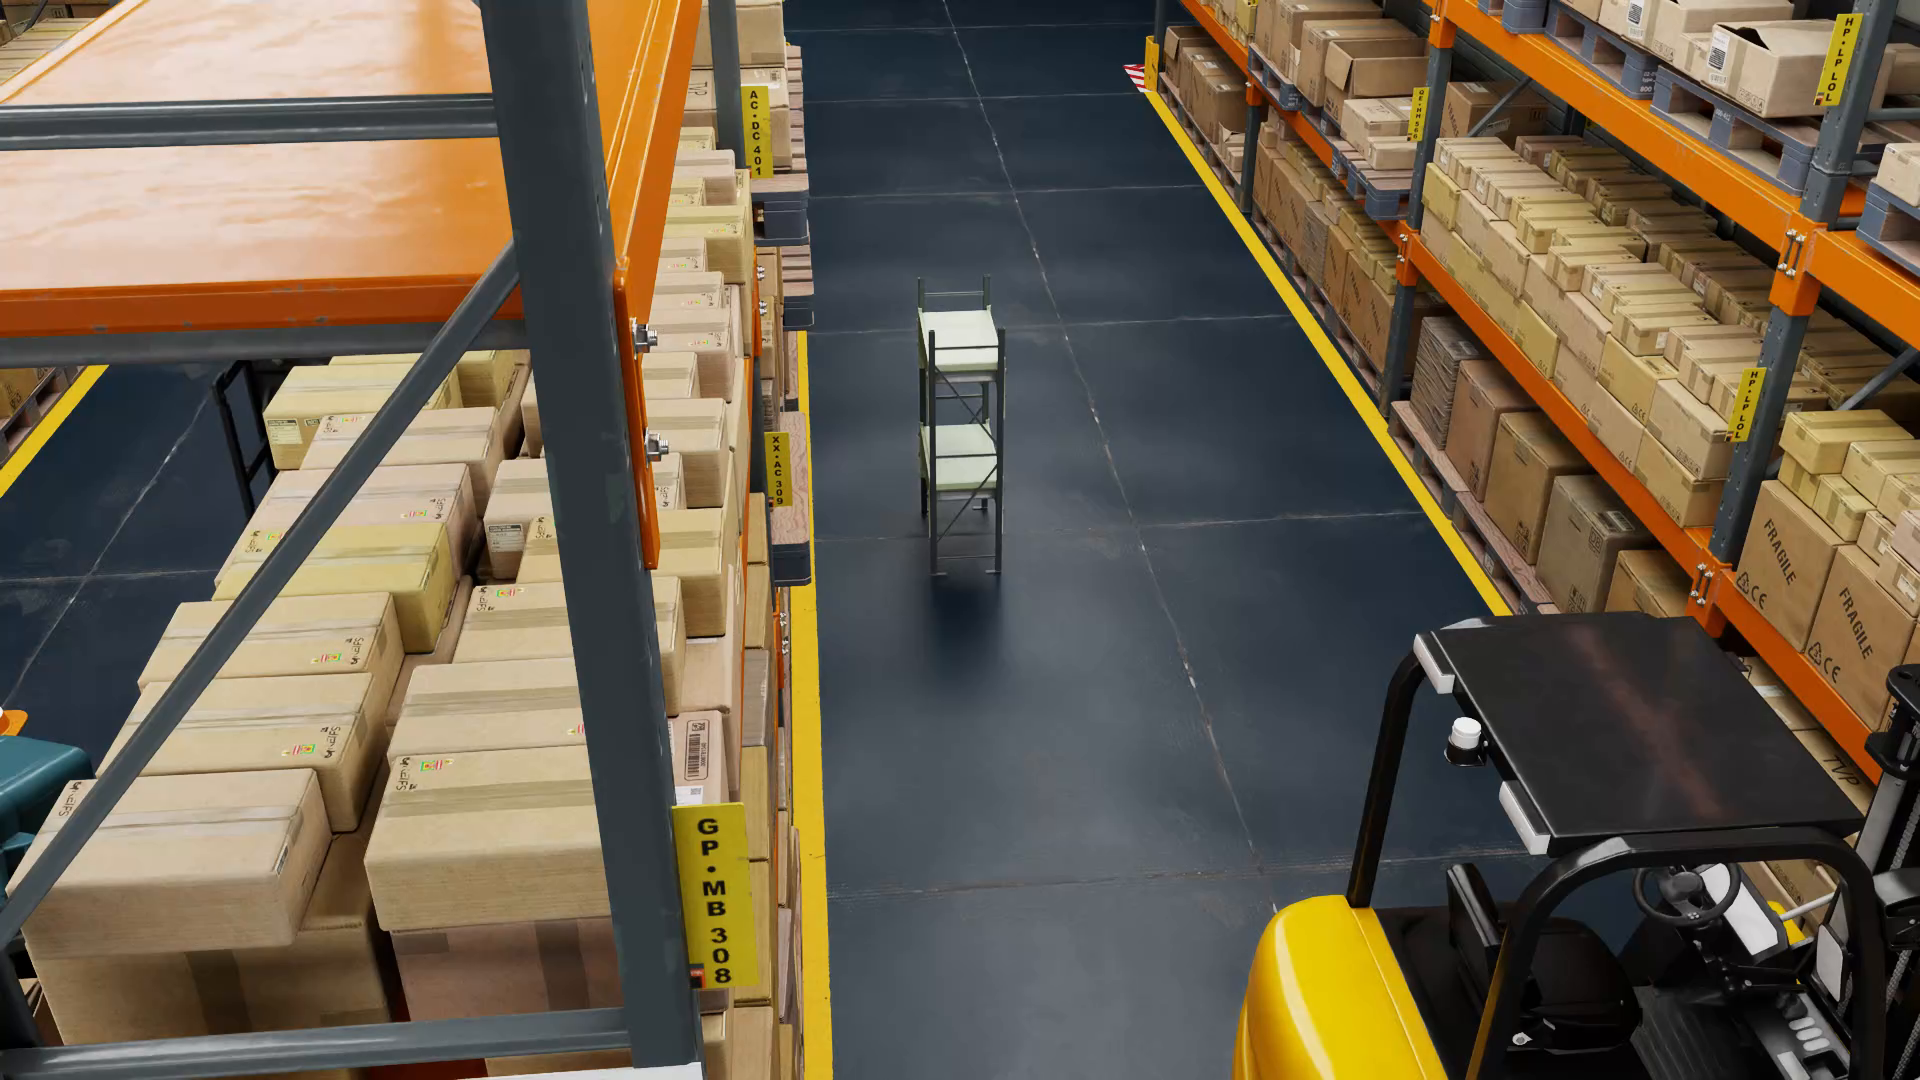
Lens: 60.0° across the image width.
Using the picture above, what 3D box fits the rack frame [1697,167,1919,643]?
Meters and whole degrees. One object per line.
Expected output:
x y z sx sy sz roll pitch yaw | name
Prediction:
3.697 -0.109 7.008 1.000 3.000 0.127 -3 31 -5 | rack frame

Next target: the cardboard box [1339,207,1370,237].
2.985 -2.316 12.098 0.380 0.149 0.250 -3 31 -5 | cardboard box

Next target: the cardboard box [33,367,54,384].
-6.399 -1.360 11.130 0.500 0.500 0.500 -2 31 -4 | cardboard box

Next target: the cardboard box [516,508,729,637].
-0.651 0.069 3.252 0.380 0.149 0.250 -3 31 -5 | cardboard box

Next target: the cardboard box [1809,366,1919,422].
3.878 -0.620 7.134 0.380 0.149 0.250 -3 31 -6 | cardboard box

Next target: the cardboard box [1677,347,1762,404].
3.402 -0.725 7.309 0.380 0.149 0.250 -3 31 -5 | cardboard box

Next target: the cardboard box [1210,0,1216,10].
2.542 -5.025 15.483 0.380 0.149 0.250 -3 31 -5 | cardboard box

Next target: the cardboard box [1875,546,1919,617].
3.492 0.138 5.864 0.380 0.149 0.250 -2 31 -3 | cardboard box

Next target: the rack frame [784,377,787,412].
-1.618 -1.912 10.026 1.000 3.000 0.127 -3 31 -5 | rack frame

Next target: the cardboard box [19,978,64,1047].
-3.651 1.933 5.890 0.797 0.637 0.503 -3 31 -5 | cardboard box

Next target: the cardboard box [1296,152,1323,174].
2.896 -2.976 13.203 0.380 0.149 0.250 -3 31 -5 | cardboard box

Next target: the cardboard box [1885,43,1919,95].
3.814 -1.955 6.911 0.380 0.149 0.250 -3 31 -5 | cardboard box

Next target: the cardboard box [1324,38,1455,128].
2.987 -3.201 11.673 0.797 0.503 0.637 -3 31 -6 | cardboard box

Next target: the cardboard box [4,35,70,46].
-6.631 -3.528 11.987 0.380 0.149 0.250 -4 31 -6 | cardboard box

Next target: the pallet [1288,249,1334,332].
3.181 -1.959 12.824 1.003 0.211 1.213 -3 31 -5 | pallet

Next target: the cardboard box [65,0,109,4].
-6.710 -4.507 13.008 0.500 0.500 0.500 -2 31 -3 | cardboard box

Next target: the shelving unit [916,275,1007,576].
0.001 -0.640 9.360 0.431 1.500 0.755 -3 31 -5 | shelving unit

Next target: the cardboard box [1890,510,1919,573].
3.501 0.014 5.782 0.380 0.149 0.250 -2 31 -3 | cardboard box

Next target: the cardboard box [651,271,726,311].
-0.809 -0.581 4.340 0.380 0.149 0.250 -2 31 -4 | cardboard box

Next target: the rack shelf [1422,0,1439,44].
3.137 -4.152 11.552 1.077 0.370 4.000 -3 31 -5 | rack shelf

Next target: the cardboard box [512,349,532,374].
-1.384 -0.464 4.532 0.500 0.250 0.500 -2 31 -4 | cardboard box

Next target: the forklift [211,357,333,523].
-3.315 -1.068 8.680 1.130 2.935 3.031 -2 31 -3 | forklift

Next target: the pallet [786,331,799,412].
-1.617 -1.121 11.421 1.003 0.211 1.213 -3 31 -5 | pallet

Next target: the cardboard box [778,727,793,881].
-0.922 1.098 6.528 0.500 0.500 0.500 -3 31 -5 | cardboard box

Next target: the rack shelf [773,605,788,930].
-1.057 1.460 5.082 1.077 0.370 4.000 -3 31 -5 | rack shelf

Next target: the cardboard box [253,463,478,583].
-1.212 -0.028 3.415 0.380 0.149 0.250 -3 31 -5 | cardboard box

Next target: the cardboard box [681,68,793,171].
-0.900 -1.591 6.300 0.500 0.250 0.500 -4 31 -6 | cardboard box

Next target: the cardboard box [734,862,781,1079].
-0.739 1.222 4.391 0.500 0.500 0.500 -3 31 -6 | cardboard box

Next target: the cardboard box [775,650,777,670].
-0.880 0.515 6.208 0.380 0.149 0.250 -2 31 -3 | cardboard box

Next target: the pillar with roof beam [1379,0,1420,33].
-0.504 -6.962 12.630 9.100 9.000 0.400 -3 31 -5 | pillar with roof beam

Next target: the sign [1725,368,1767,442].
3.158 -0.542 6.680 0.100 0.325 0.005 -3 31 -5 | sign

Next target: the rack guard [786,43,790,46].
-2.368 -4.935 17.525 1.175 0.500 0.348 -3 31 -5 | rack guard

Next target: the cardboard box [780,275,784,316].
-1.133 -1.300 8.836 0.380 0.149 0.250 -2 31 -4 | cardboard box

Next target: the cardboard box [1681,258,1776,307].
3.812 -1.274 8.228 0.380 0.149 0.250 -3 31 -5 | cardboard box

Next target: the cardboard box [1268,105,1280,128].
2.779 -3.514 13.814 0.380 0.149 0.250 -3 31 -5 | cardboard box

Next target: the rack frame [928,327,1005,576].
0.035 -0.454 9.047 0.400 1.500 0.023 -3 31 -5 | rack frame

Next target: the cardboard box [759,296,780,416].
-1.050 -0.729 7.249 0.500 0.500 0.500 -3 31 -4 | cardboard box

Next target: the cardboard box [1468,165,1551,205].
3.136 -2.030 9.493 0.380 0.149 0.250 -2 31 -3 | cardboard box

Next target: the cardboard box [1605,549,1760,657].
3.638 0.464 7.954 0.875 0.625 0.625 -1 31 -2 | cardboard box

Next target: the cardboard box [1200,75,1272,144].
2.677 -4.058 15.647 0.700 0.500 0.500 -4 31 -6 | cardboard box

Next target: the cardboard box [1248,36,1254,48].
2.669 -4.237 14.163 0.380 0.149 0.250 -2 31 -4 | cardboard box

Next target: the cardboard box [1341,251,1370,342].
3.034 -1.720 11.733 0.500 0.500 0.500 -3 31 -5 | cardboard box

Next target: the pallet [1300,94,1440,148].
3.137 -3.062 12.138 1.003 0.211 1.213 -3 31 -5 | pallet

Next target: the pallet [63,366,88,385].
-6.719 -1.446 11.966 1.003 0.211 1.213 -3 31 -5 | pallet

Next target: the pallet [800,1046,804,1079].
-1.029 2.293 5.705 1.003 0.211 1.213 -3 31 -5 | pallet

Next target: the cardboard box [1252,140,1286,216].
2.771 -3.043 13.948 0.500 0.500 0.500 -1 31 -2 | cardboard box

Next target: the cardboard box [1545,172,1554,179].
3.642 -2.086 9.976 0.500 0.250 0.500 -2 31 -3 | cardboard box

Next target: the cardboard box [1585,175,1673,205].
3.747 -1.931 9.328 0.380 0.149 0.250 -3 31 -6 | cardboard box

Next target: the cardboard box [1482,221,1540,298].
3.199 -1.540 9.062 0.500 0.250 0.500 -4 31 -6 | cardboard box

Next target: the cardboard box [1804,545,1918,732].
3.544 0.352 6.138 0.500 0.500 0.500 -2 31 -4 | cardboard box

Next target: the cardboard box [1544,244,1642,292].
3.194 -1.377 8.400 0.380 0.149 0.250 -4 31 -6 | cardboard box

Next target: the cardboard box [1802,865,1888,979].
3.520 1.452 6.178 0.500 0.250 0.500 -3 31 -5 | cardboard box

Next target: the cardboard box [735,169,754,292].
-0.935 -1.007 5.442 0.500 0.250 0.500 -3 31 -5 | cardboard box

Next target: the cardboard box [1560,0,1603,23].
3.244 -2.804 7.990 0.500 0.500 0.500 -2 31 -3 | cardboard box

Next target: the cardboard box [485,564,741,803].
-0.690 0.294 3.263 0.500 0.250 0.500 -3 31 -5 | cardboard box

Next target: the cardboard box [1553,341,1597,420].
3.322 -0.801 8.312 0.500 0.250 0.500 -3 31 -4 | cardboard box

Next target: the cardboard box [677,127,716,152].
-0.997 -1.241 5.444 0.380 0.149 0.250 -2 31 -4 | cardboard box
